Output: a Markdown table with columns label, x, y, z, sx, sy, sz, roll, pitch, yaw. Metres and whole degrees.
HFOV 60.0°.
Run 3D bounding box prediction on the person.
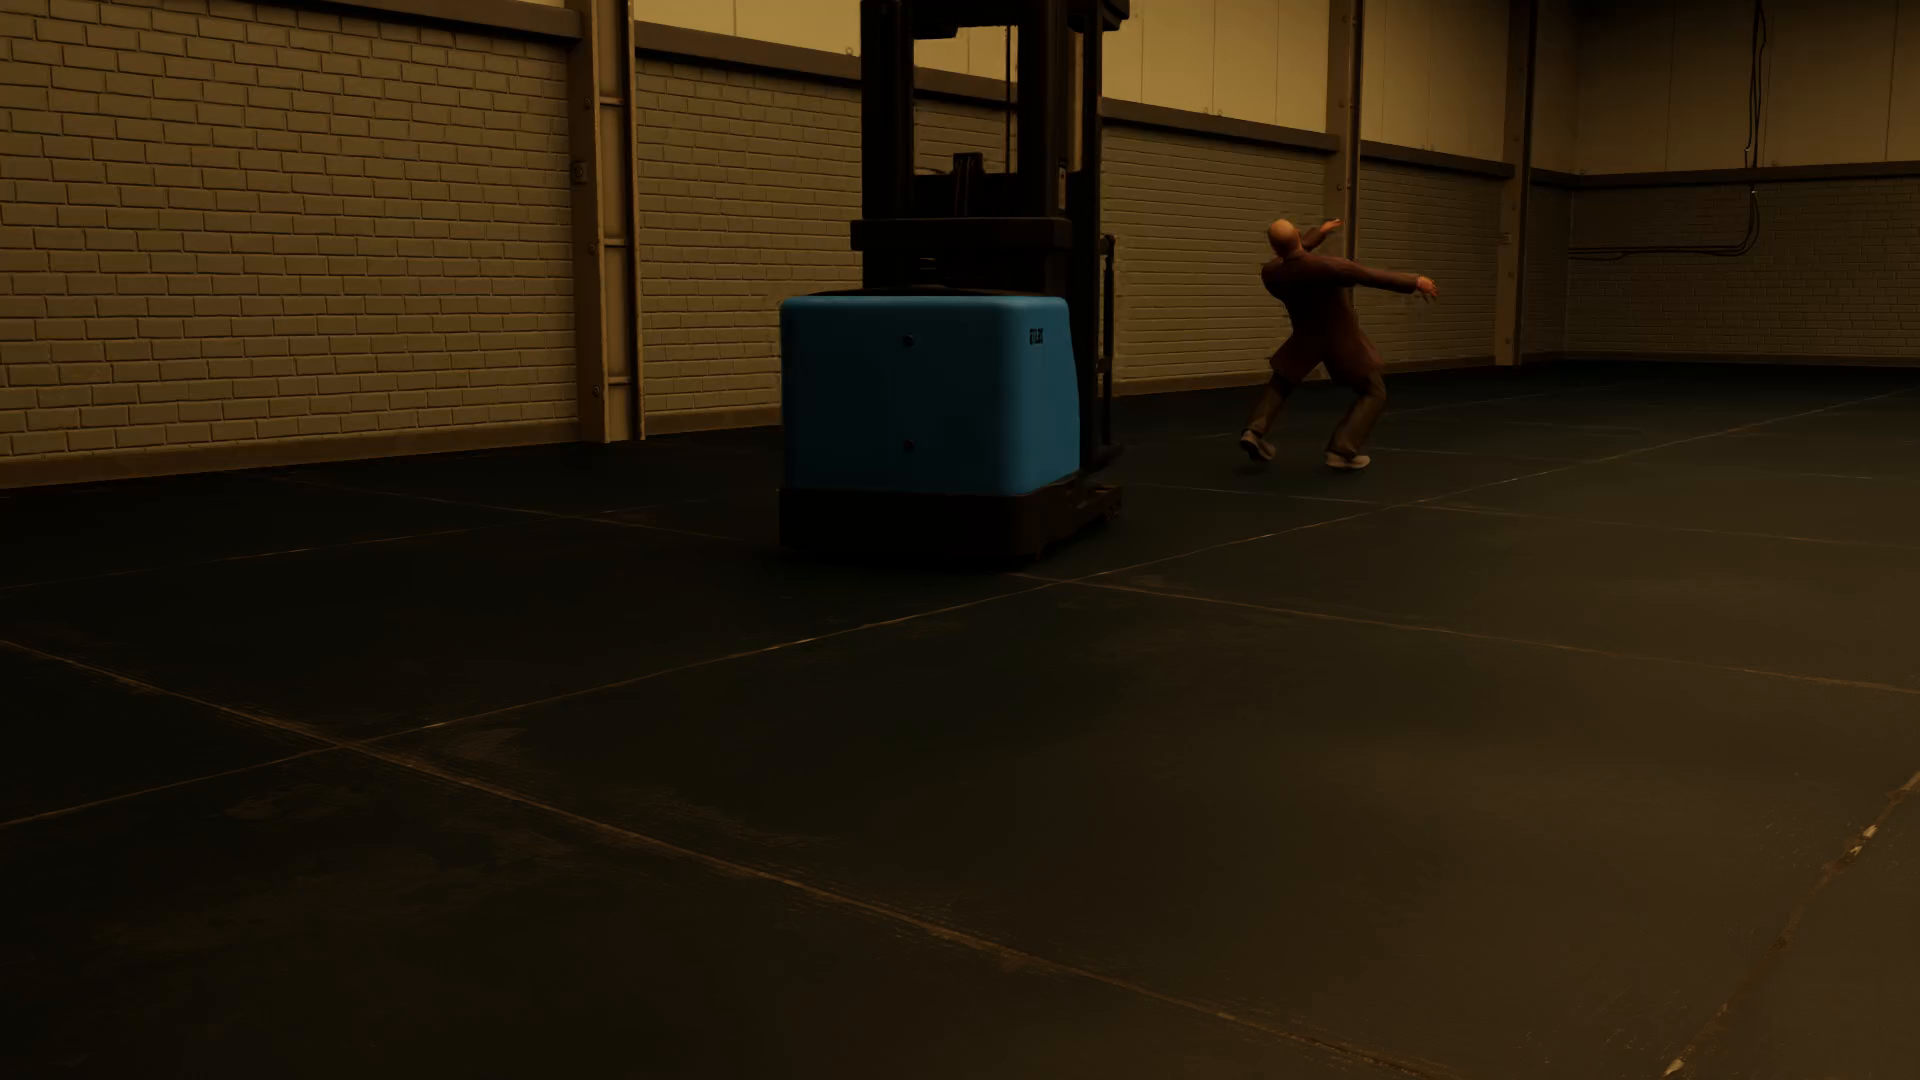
| label | x | y | z | sx | sy | sz | roll | pitch | yaw |
| --- | --- | --- | --- | --- | --- | --- | --- | --- | --- |
| person | 2.362 | -1.206 | 10.260 | 1.103 | 1.545 | 0.808 | 5 | 10 | 29 |

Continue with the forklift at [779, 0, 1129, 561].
| label | x | y | z | sx | sy | sz | roll | pitch | yaw |
| --- | --- | --- | --- | --- | --- | --- | --- | --- | --- |
| forklift | 0.166 | -1.540 | 7.809 | 1.130 | 2.935 | 3.031 | 2 | 9 | 16 |
